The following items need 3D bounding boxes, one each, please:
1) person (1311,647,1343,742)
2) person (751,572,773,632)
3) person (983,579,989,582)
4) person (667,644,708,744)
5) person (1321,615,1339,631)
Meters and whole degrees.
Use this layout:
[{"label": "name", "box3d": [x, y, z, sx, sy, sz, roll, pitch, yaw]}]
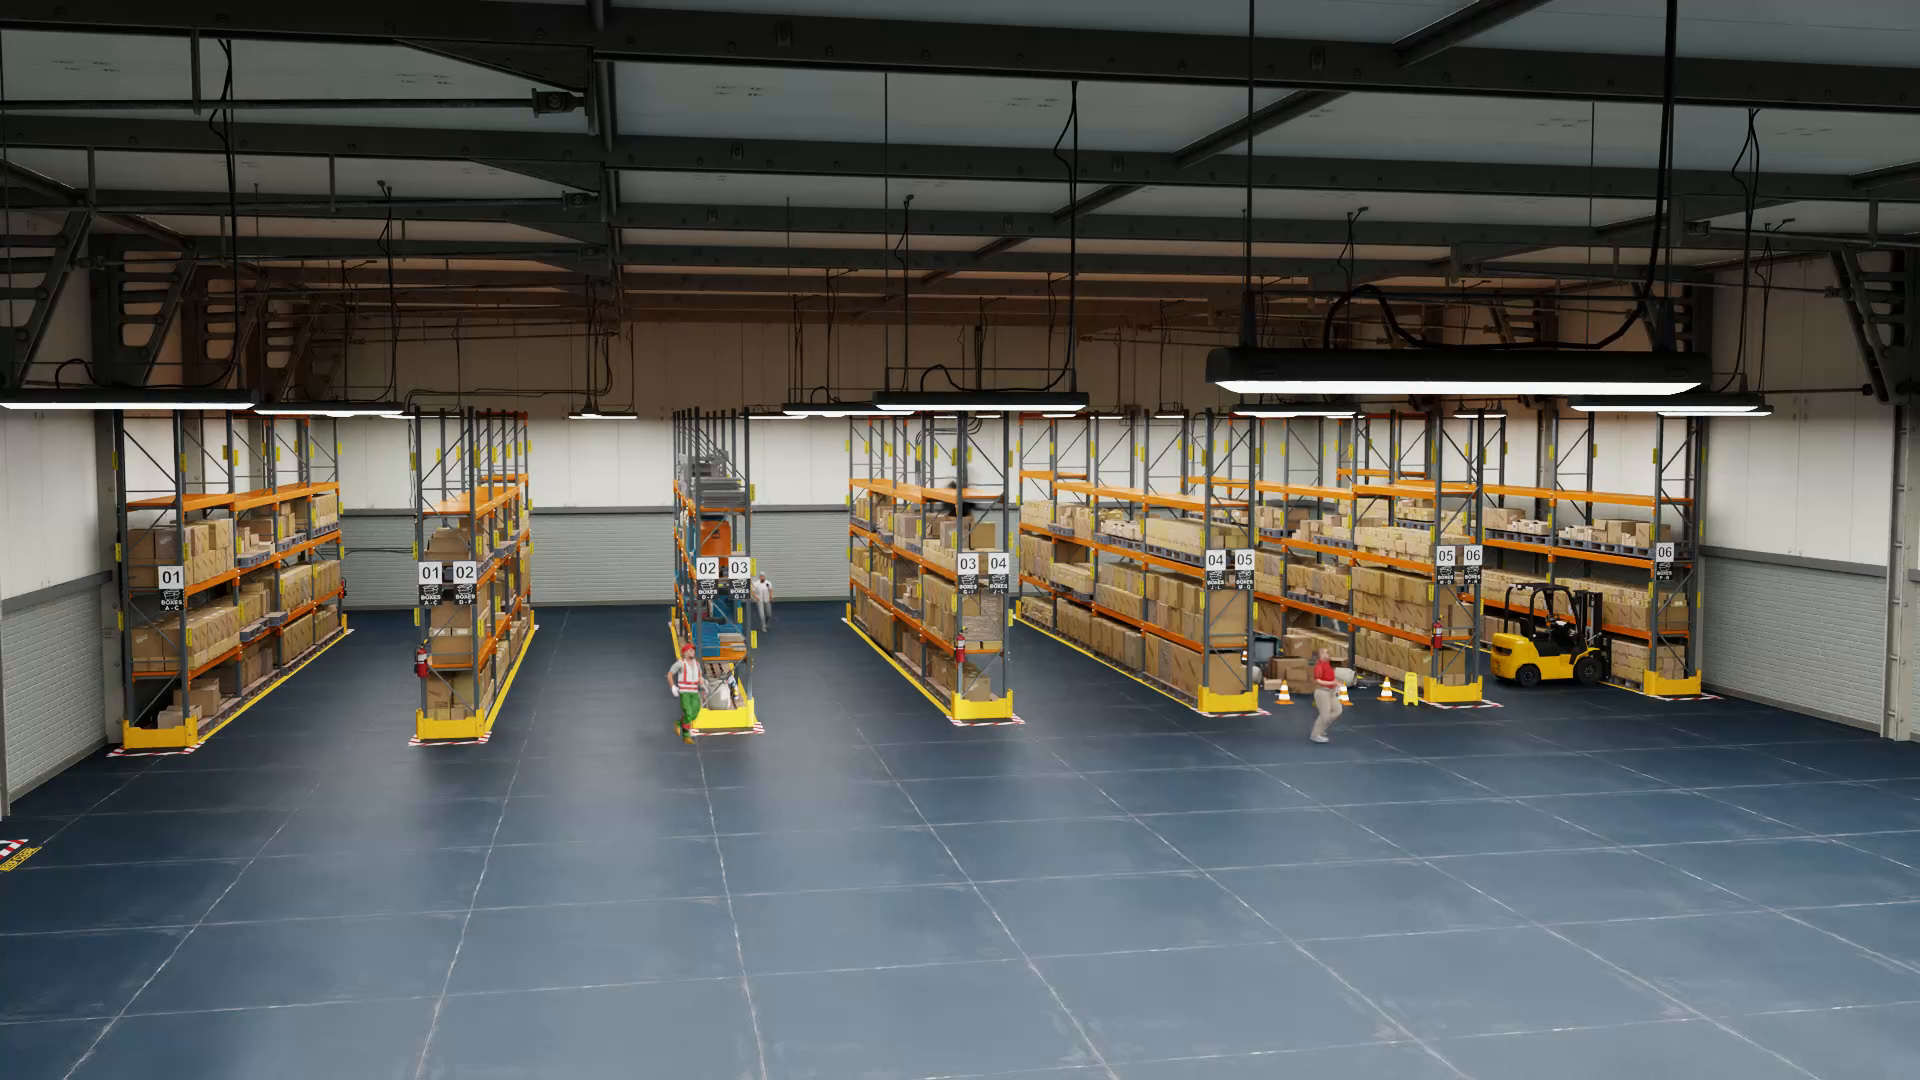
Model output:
[{"label": "person", "box3d": [6.570, 2.768, 29.643, 0.621, 1.708, 0.648, 2, 5, 32]}, {"label": "person", "box3d": [-5.419, 1.688, 45.481, 0.597, 1.642, 0.538, -1, 4, -14]}, {"label": "person", "box3d": [0.776, 1.541, 46.333, 0.662, 1.798, 0.679, 0, 4, 1]}, {"label": "person", "box3d": [-4.877, 2.745, 29.825, 0.718, 1.745, 0.639, -4, 6, -44]}, {"label": "person", "box3d": [9.777, 1.667, 44.354, 0.673, 1.790, 1.041, -1, 4, -17]}]
